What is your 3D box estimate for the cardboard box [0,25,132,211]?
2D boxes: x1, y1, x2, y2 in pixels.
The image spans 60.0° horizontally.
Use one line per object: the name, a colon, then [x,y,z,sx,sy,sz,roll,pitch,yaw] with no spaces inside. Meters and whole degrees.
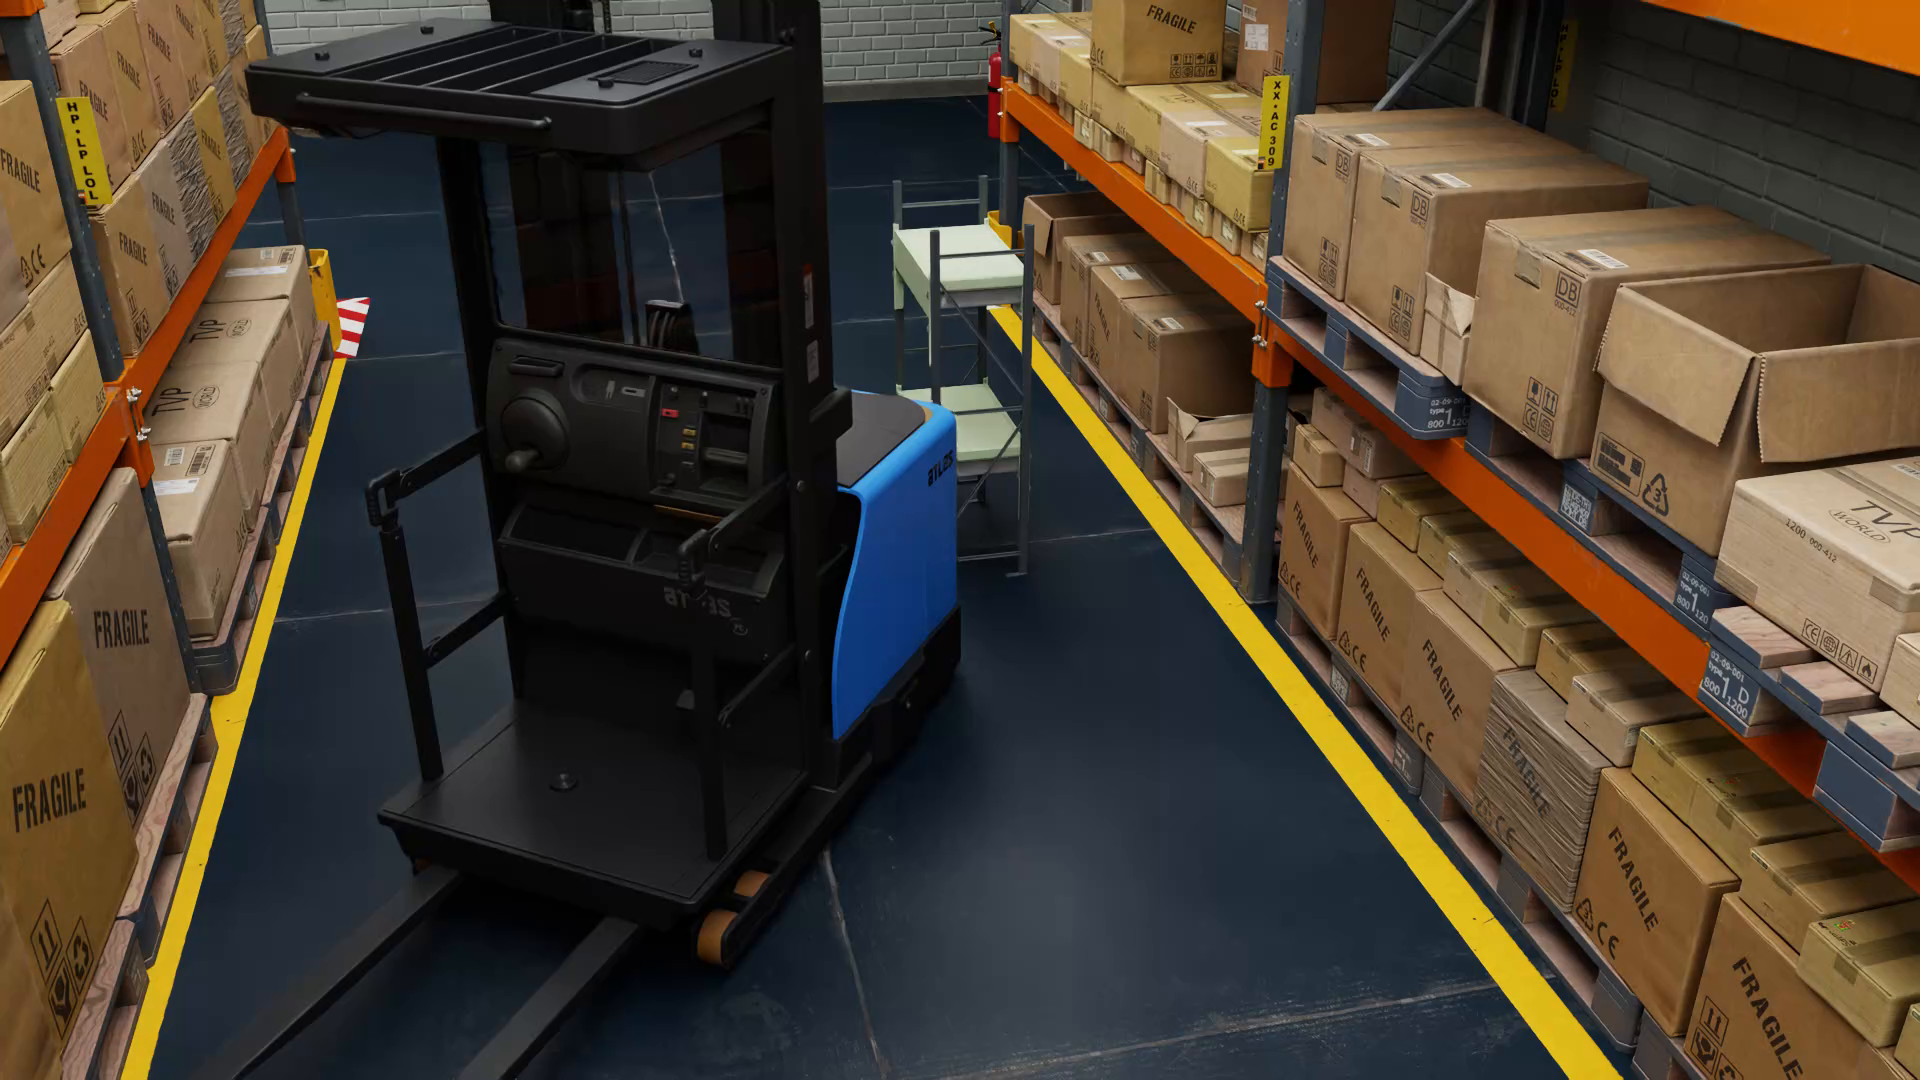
cardboard box: [-3.068,-1.367,5.408,0.500,0.500,0.500,-6,27,-11]

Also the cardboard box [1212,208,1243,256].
cardboard box: [1.241,-1.262,6.700,0.380,0.149,0.250,-5,27,-10]

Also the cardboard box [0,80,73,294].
cardboard box: [-2.851,-0.962,4.607,0.500,0.500,0.500,-5,27,-10]

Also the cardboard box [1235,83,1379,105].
cardboard box: [1.556,-1.904,7.531,0.500,0.250,0.500,-5,27,-10]

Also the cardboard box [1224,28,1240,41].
cardboard box: [1.214,-2.568,8.845,0.500,0.250,0.500,-6,27,-11]

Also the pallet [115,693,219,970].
pallet: [-2.949,0.934,5.165,1.003,0.211,1.213,-6,27,-12]

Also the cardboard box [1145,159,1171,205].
cardboard box: [1.041,-1.601,7.371,0.380,0.149,0.250,-6,27,-12]

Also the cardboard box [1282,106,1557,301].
cardboard box: [1.529,-1.145,5.612,0.700,0.500,0.500,-5,27,-10]

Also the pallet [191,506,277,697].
pallet: [-3.292,0.261,6.498,1.003,0.211,1.213,-6,27,-12]

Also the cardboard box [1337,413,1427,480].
cardboard box: [1.565,-0.348,5.868,0.380,0.149,0.250,-7,28,-14]

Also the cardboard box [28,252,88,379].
cardboard box: [-2.861,-0.629,4.779,0.500,0.250,0.500,-6,27,-12]

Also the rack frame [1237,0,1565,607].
rack frame: [1.638,-1.148,6.195,1.000,3.000,0.127,-6,27,-12]

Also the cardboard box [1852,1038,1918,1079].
cardboard box: [2.235,1.373,3.509,0.500,0.500,0.500,-5,27,-10]

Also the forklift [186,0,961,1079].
forklift: [-1.036,-0.293,4.579,1.130,2.935,3.031,11,29,20]

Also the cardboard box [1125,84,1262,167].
cardboard box: [1.059,-1.851,7.425,0.500,0.250,0.500,-6,27,-12]

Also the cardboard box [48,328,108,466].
cardboard box: [-2.850,-0.404,4.887,0.500,0.250,0.500,-7,28,-13]

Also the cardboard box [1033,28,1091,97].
cardboard box: [0.691,-2.522,8.753,0.500,0.250,0.500,-6,27,-11]

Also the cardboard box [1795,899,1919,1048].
cardboard box: [2.090,0.939,3.648,0.380,0.149,0.250,-7,28,-14]

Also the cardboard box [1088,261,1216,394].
cardboard box: [0.959,-1.076,8.360,0.500,0.500,0.500,-5,27,-11]

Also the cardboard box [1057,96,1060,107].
cardboard box: [0.739,-2.400,8.956,0.380,0.149,0.250,-6,27,-12]

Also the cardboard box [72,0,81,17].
cardboard box: [-3.187,-1.806,5.559,0.380,0.149,0.250,-6,27,-12]

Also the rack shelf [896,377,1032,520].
rack shelf: [0.002,-0.376,7.053,0.431,0.370,0.720,-6,27,-12]

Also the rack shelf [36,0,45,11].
rack shelf: [-3.647,-2.538,6.419,1.077,0.370,4.000,-6,27,-12]

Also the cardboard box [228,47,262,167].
cardboard box: [-3.633,-2.036,7.844,0.500,0.500,0.500,-7,28,-13]

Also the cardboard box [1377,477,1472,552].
cardboard box: [1.667,-0.099,5.705,0.380,0.149,0.250,-7,28,-14]

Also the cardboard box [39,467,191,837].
cardboard box: [-2.979,0.383,5.054,0.875,0.875,0.875,-5,27,-10]

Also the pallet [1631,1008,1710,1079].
pallet: [2.408,1.522,4.001,1.003,0.211,1.213,-6,27,-12]

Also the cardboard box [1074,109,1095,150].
cardboard box: [0.786,-2.049,8.259,0.380,0.149,0.250,-7,28,-13]

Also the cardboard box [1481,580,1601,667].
cardboard box: [1.815,0.243,5.029,0.380,0.149,0.250,-5,27,-10]

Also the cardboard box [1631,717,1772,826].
cardboard box: [2.002,0.589,4.341,0.380,0.149,0.250,-6,27,-12]

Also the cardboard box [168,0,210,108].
cardboard box: [-3.391,-2.037,6.735,0.500,0.500,0.500,-6,27,-12]

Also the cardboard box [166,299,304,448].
cardboard box: [-3.638,-0.761,7.806,0.875,0.438,0.875,-5,27,-10]

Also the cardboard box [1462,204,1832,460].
cardboard box: [1.823,-0.573,4.479,0.700,0.500,0.500,-6,27,-12]

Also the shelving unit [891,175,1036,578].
shelving unit: [0.002,-0.667,6.906,0.431,1.500,0.755,-6,27,-12]

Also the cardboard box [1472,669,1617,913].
cardboard box: [1.877,0.697,4.849,0.500,0.500,0.500,-7,28,-13]

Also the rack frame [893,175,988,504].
rack frame: [-0.081,-0.827,7.225,0.400,1.500,0.023,-6,27,-12]

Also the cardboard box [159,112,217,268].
cardboard box: [-3.263,-1.359,6.504,0.500,0.500,0.500,-6,27,-11]

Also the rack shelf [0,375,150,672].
rack shelf: [-2.746,0.557,3.615,1.077,0.370,4.000,-6,27,-12]

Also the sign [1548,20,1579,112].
sign: [2.178,-1.722,6.049,0.100,0.325,0.005,-6,27,-12]

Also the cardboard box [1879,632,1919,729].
cardboard box: [2.018,0.284,3.172,0.380,0.149,0.250,-5,27,-11]

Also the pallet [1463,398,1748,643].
pallet: [2.097,-0.159,4.449,1.003,0.211,1.213,-6,27,-12]

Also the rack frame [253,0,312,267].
rack frame: [-4.098,-2.398,8.672,1.000,3.000,0.127,-6,27,-12]

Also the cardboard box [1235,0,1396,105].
cardboard box: [1.562,-2.229,7.341,0.500,0.500,0.500,-7,28,-13]

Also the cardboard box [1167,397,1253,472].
cardboard box: [1.146,-0.486,7.452,0.396,0.266,0.258,-5,27,-10]

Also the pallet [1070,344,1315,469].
pallet: [1.206,-0.741,8.484,1.003,0.211,1.213,-6,27,-12]

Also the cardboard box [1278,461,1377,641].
cardboard box: [1.528,0.016,6.197,0.500,0.500,0.500,-5,27,-9]

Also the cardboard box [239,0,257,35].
cardboard box: [-3.758,-2.701,8.053,0.500,0.500,0.500,-5,27,-10]
